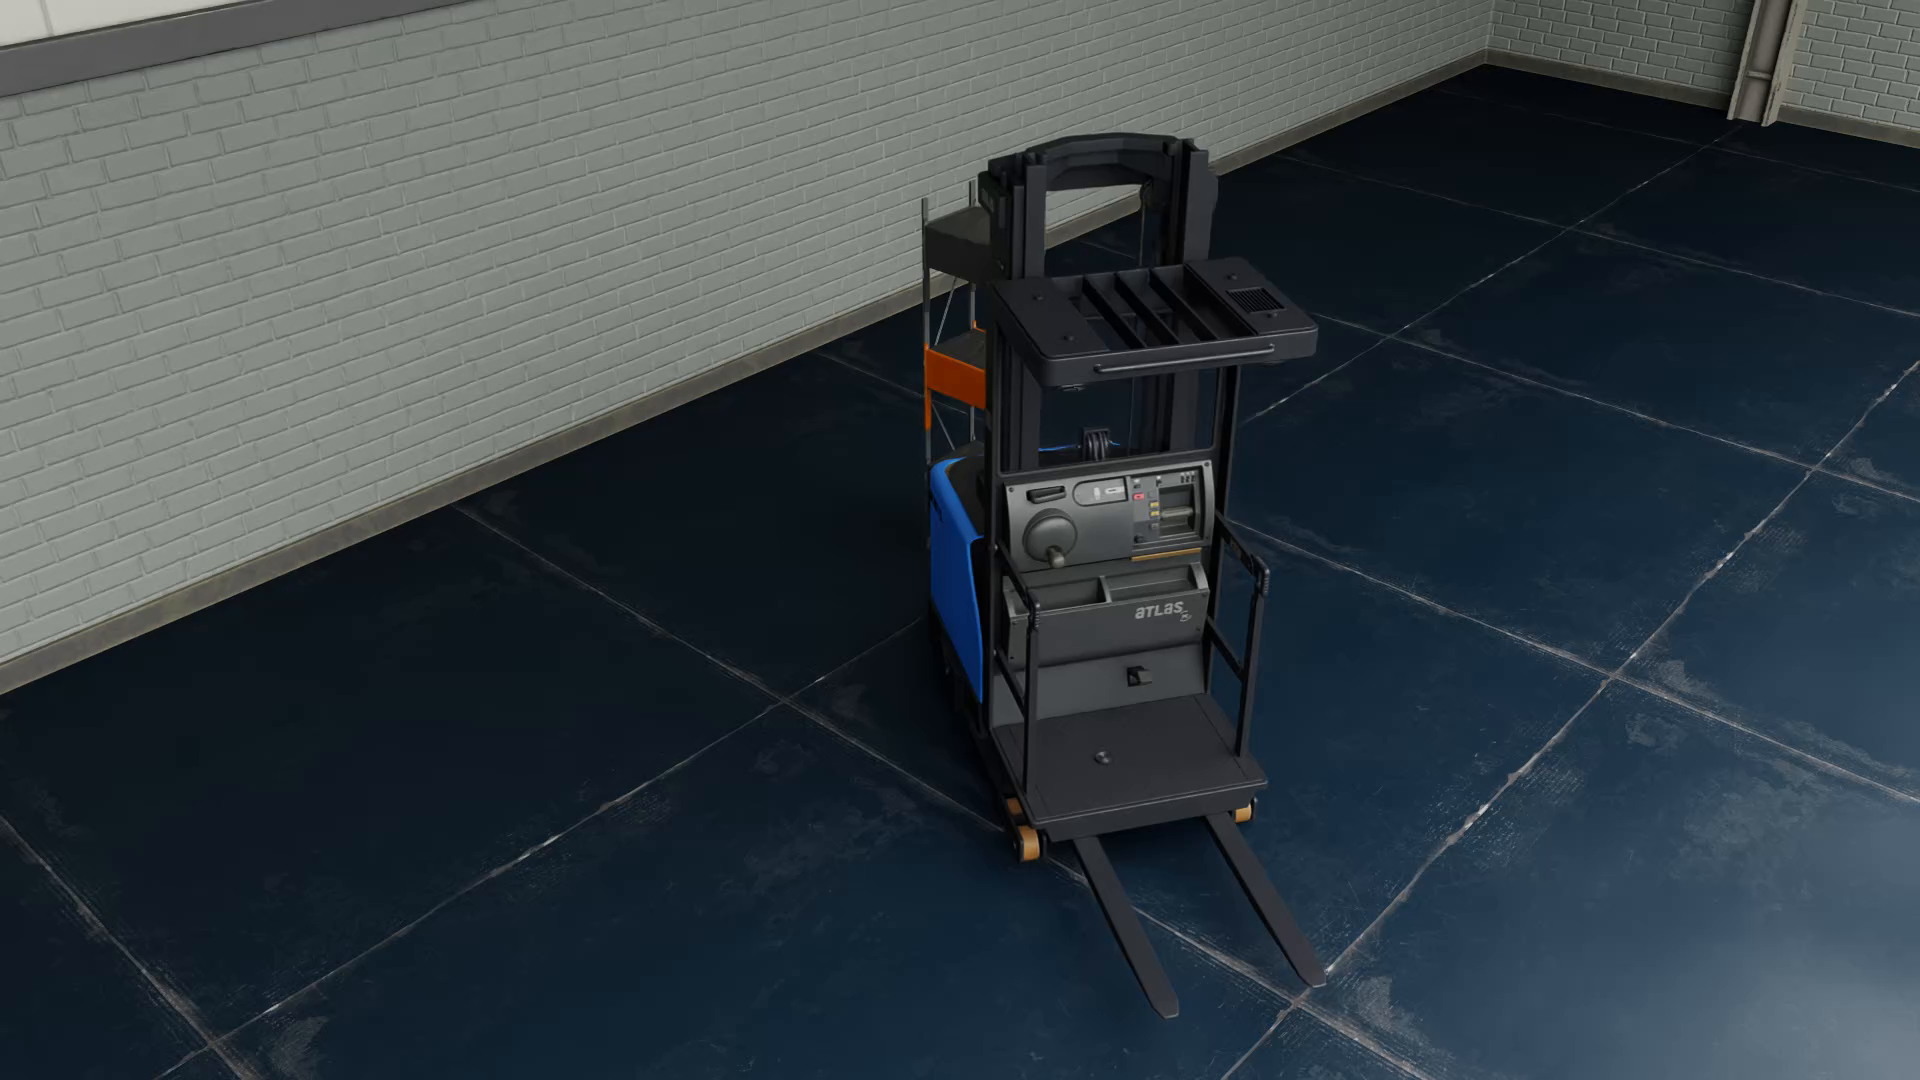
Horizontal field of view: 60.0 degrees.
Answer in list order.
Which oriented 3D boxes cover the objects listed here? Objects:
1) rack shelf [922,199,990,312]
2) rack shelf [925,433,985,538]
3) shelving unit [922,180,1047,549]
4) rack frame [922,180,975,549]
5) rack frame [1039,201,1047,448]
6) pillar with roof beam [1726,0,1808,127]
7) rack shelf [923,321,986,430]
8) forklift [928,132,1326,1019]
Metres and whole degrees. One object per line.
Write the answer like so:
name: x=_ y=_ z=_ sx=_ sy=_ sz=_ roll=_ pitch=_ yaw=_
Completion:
rack shelf: x=0.123 y=-1.430 z=8.704 sx=0.480 sy=0.518 sz=0.431 roll=25 pitch=39 yaw=35
rack shelf: x=0.123 y=-0.231 z=9.426 sx=0.480 sy=0.518 sz=0.431 roll=25 pitch=39 yaw=35
shelving unit: x=0.123 y=-0.842 z=9.058 sx=0.503 sy=2.100 sz=0.431 roll=25 pitch=39 yaw=35
rack frame: x=-0.058 y=-0.927 z=9.198 sx=0.015 sy=2.100 sz=0.400 roll=25 pitch=39 yaw=35
rack frame: x=0.304 y=-0.758 z=8.917 sx=0.015 sy=2.100 sz=0.400 roll=25 pitch=39 yaw=35
pillar with roof beam: x=5.073 y=-6.441 z=11.669 sx=0.400 sy=9.000 sz=9.100 roll=25 pitch=39 yaw=35
rack shelf: x=0.123 y=-0.831 z=9.065 sx=0.480 sy=0.518 sz=0.431 roll=25 pitch=39 yaw=35
forklift: x=0.705 y=-0.060 z=6.953 sx=1.130 sy=2.935 sz=3.031 roll=-8 pitch=32 yaw=-13
